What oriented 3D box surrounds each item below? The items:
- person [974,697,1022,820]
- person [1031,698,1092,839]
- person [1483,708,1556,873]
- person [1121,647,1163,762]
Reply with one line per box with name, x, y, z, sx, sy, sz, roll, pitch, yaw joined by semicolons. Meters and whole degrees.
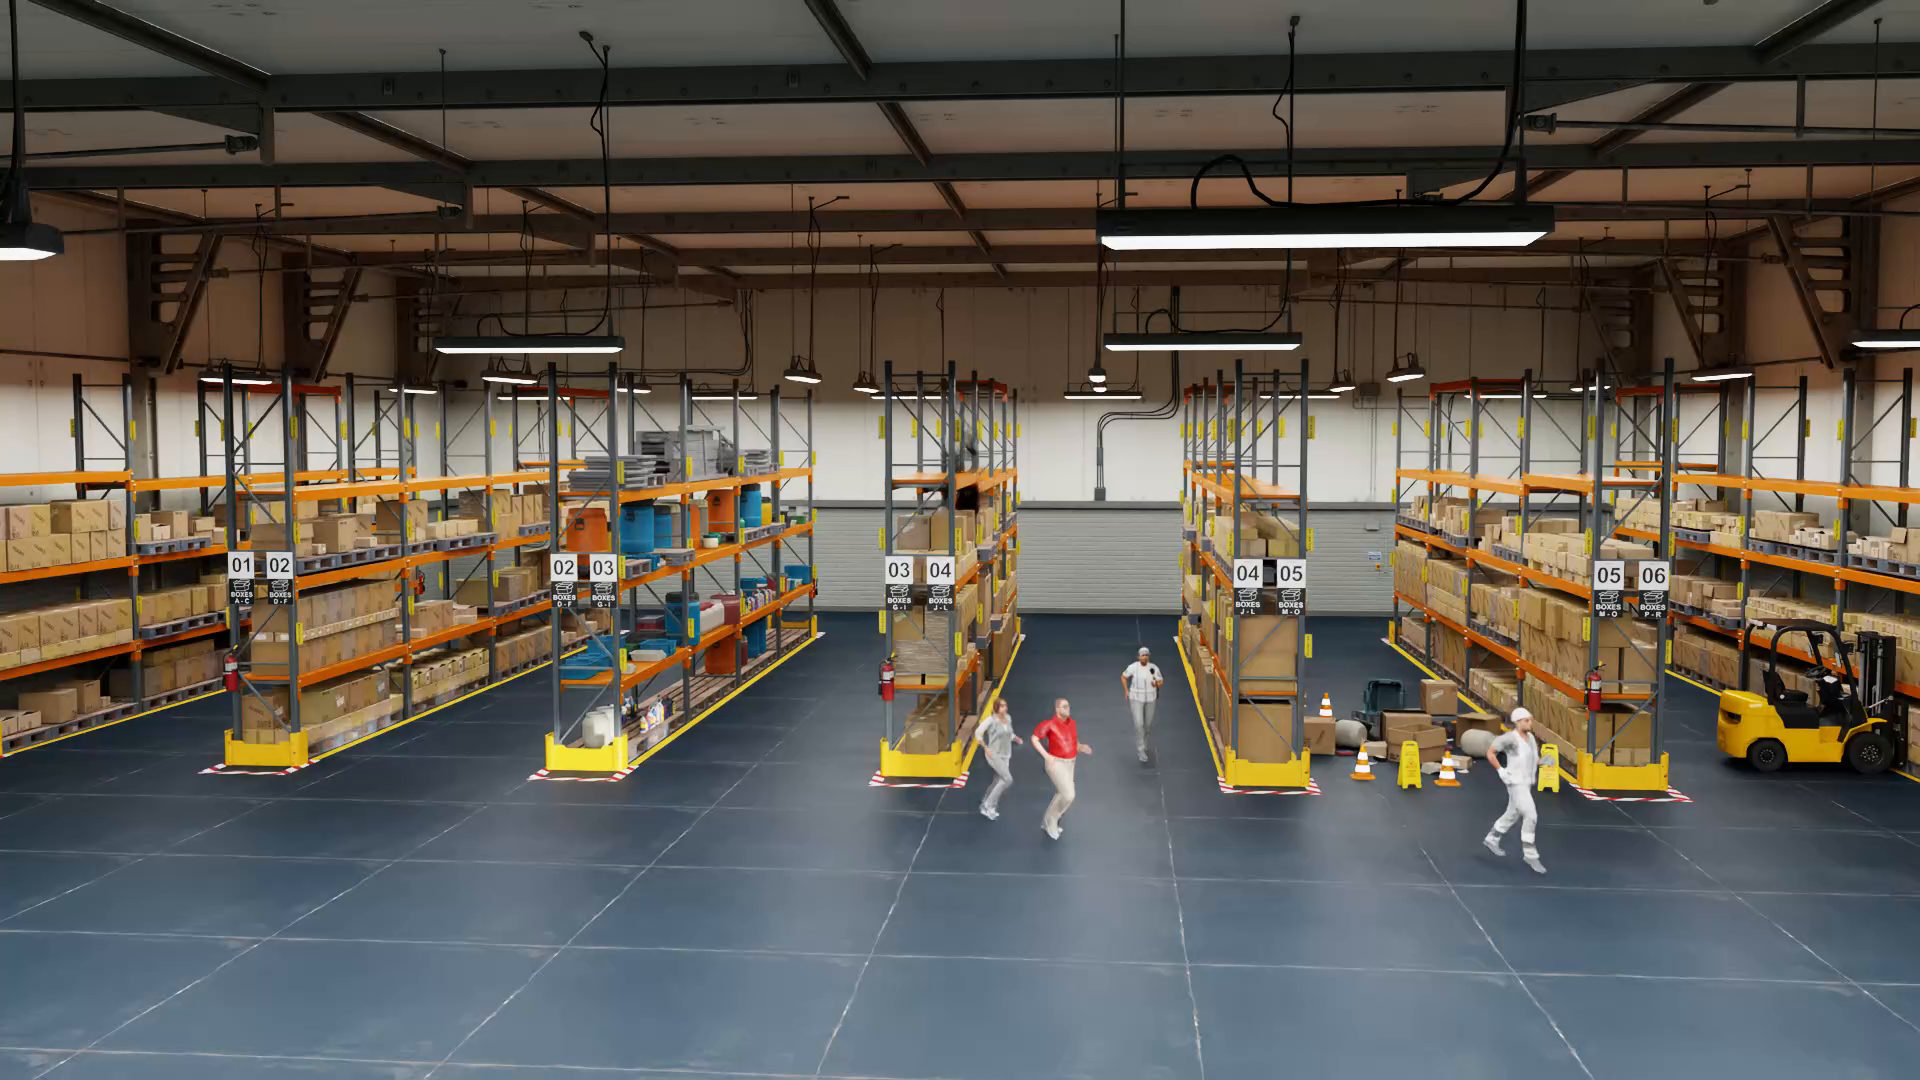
person;0.521;2.804;21.361;0.631;1.578;0.512;3;5;42
person;1.274;2.813;20.464;0.682;1.730;0.634;3;5;41
person;6.420;2.844;19.146;0.837;1.844;0.638;4;5;44
person;2.812;2.456;25.475;0.598;1.634;0.884;-1;4;-9
